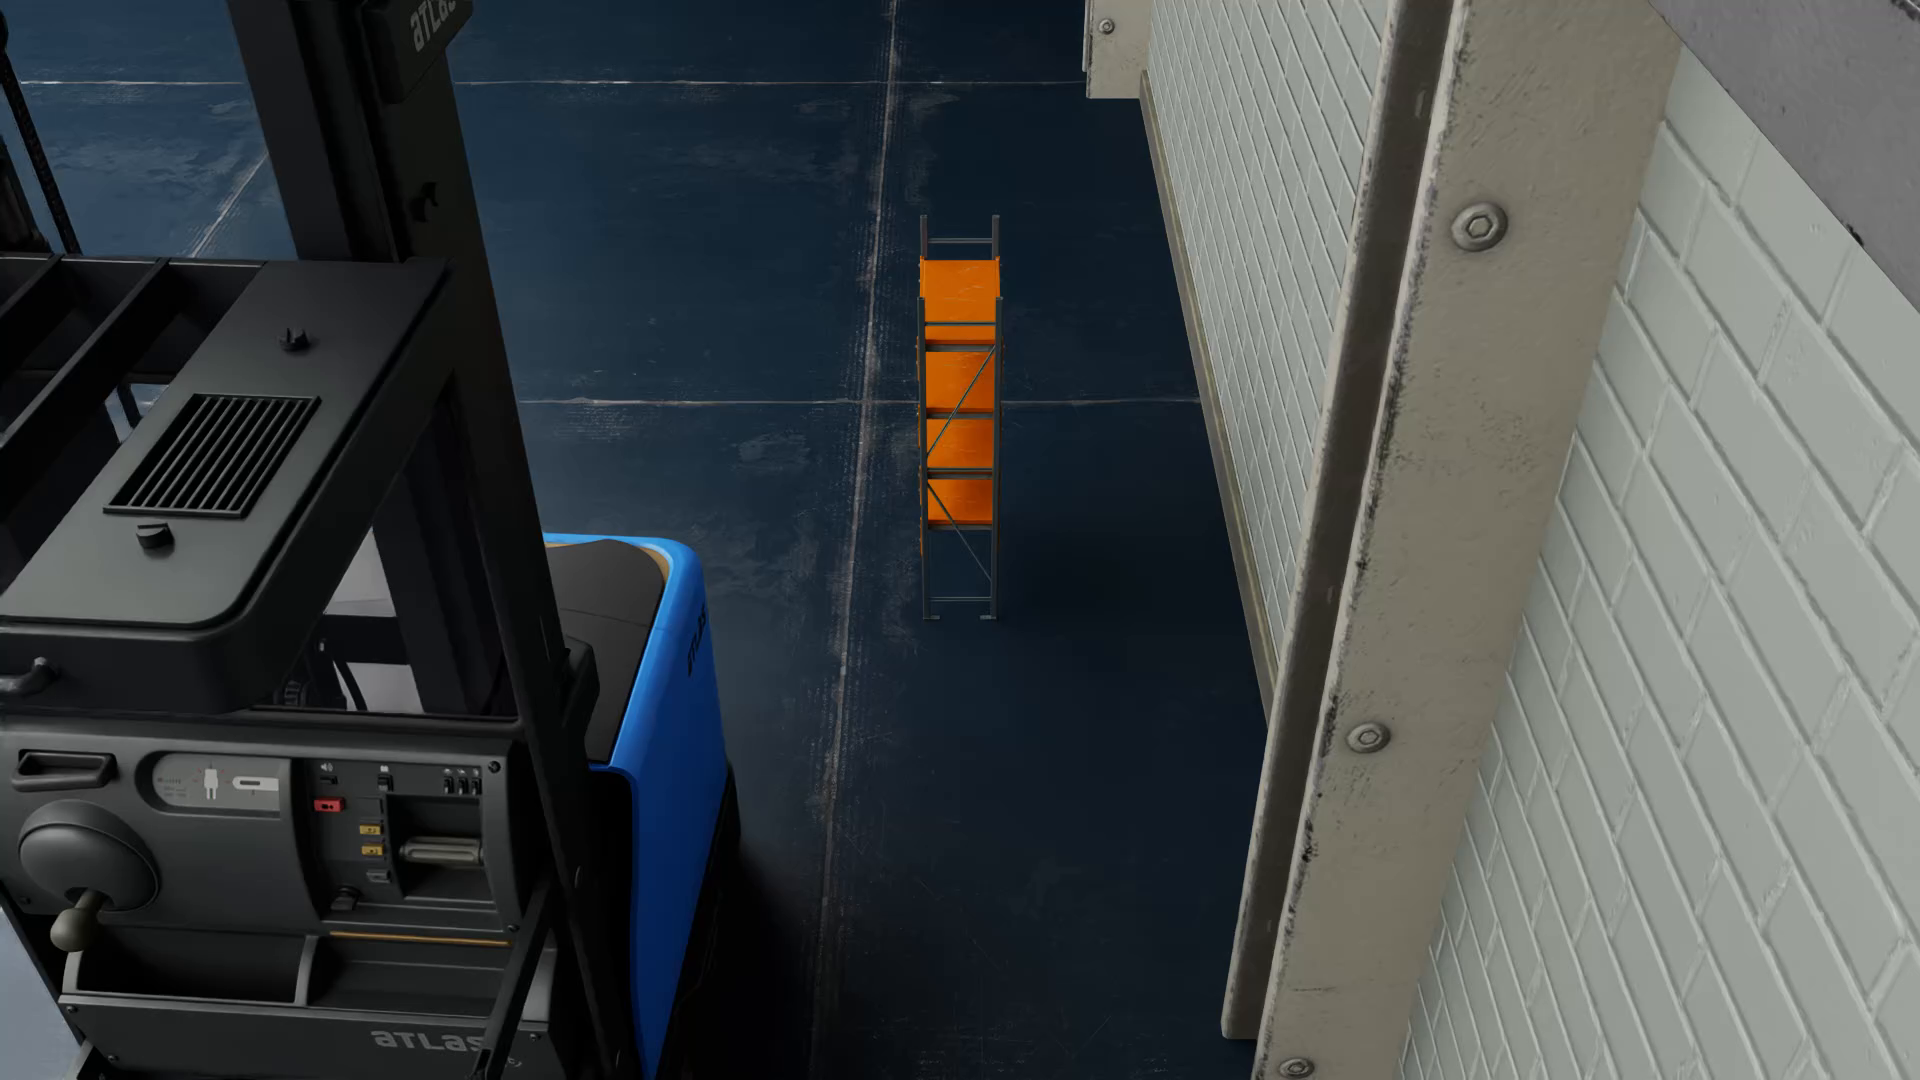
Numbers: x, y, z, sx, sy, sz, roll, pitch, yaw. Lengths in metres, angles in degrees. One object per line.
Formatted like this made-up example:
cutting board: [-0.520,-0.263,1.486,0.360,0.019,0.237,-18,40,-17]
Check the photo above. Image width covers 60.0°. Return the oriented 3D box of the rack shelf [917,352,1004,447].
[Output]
rack shelf: [0.000,-0.487,5.148,0.258,0.148,0.480,0,39,0]

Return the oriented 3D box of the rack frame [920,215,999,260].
rack frame: [0.000,-0.517,5.436,0.240,1.200,0.015,0,39,0]

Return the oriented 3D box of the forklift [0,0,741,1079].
forklift: [-1.228,0.589,2.671,1.130,2.935,3.031,2,39,3]

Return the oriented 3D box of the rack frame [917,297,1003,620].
rack frame: [0.000,-0.212,5.055,0.240,1.200,0.015,0,39,0]

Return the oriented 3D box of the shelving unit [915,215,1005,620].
shelving unit: [0.000,-0.365,5.246,0.258,1.200,0.503,0,39,0]

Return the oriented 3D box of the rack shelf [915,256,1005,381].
rack shelf: [0.000,-0.671,5.000,0.258,0.148,0.480,0,39,0]

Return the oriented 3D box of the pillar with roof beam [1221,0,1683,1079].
pillar with roof beam: [-3.488,-2.167,1.258,9.100,9.000,0.400,0,39,0]

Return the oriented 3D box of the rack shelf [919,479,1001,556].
rack shelf: [0.000,-0.157,5.412,0.258,0.148,0.480,0,39,0]

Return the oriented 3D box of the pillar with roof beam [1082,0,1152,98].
pillar with roof beam: [-3.495,-5.919,5.940,9.100,9.000,0.400,0,39,0]

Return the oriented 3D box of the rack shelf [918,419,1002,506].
rack shelf: [0.000,-0.312,5.288,0.258,0.148,0.480,0,39,0]
